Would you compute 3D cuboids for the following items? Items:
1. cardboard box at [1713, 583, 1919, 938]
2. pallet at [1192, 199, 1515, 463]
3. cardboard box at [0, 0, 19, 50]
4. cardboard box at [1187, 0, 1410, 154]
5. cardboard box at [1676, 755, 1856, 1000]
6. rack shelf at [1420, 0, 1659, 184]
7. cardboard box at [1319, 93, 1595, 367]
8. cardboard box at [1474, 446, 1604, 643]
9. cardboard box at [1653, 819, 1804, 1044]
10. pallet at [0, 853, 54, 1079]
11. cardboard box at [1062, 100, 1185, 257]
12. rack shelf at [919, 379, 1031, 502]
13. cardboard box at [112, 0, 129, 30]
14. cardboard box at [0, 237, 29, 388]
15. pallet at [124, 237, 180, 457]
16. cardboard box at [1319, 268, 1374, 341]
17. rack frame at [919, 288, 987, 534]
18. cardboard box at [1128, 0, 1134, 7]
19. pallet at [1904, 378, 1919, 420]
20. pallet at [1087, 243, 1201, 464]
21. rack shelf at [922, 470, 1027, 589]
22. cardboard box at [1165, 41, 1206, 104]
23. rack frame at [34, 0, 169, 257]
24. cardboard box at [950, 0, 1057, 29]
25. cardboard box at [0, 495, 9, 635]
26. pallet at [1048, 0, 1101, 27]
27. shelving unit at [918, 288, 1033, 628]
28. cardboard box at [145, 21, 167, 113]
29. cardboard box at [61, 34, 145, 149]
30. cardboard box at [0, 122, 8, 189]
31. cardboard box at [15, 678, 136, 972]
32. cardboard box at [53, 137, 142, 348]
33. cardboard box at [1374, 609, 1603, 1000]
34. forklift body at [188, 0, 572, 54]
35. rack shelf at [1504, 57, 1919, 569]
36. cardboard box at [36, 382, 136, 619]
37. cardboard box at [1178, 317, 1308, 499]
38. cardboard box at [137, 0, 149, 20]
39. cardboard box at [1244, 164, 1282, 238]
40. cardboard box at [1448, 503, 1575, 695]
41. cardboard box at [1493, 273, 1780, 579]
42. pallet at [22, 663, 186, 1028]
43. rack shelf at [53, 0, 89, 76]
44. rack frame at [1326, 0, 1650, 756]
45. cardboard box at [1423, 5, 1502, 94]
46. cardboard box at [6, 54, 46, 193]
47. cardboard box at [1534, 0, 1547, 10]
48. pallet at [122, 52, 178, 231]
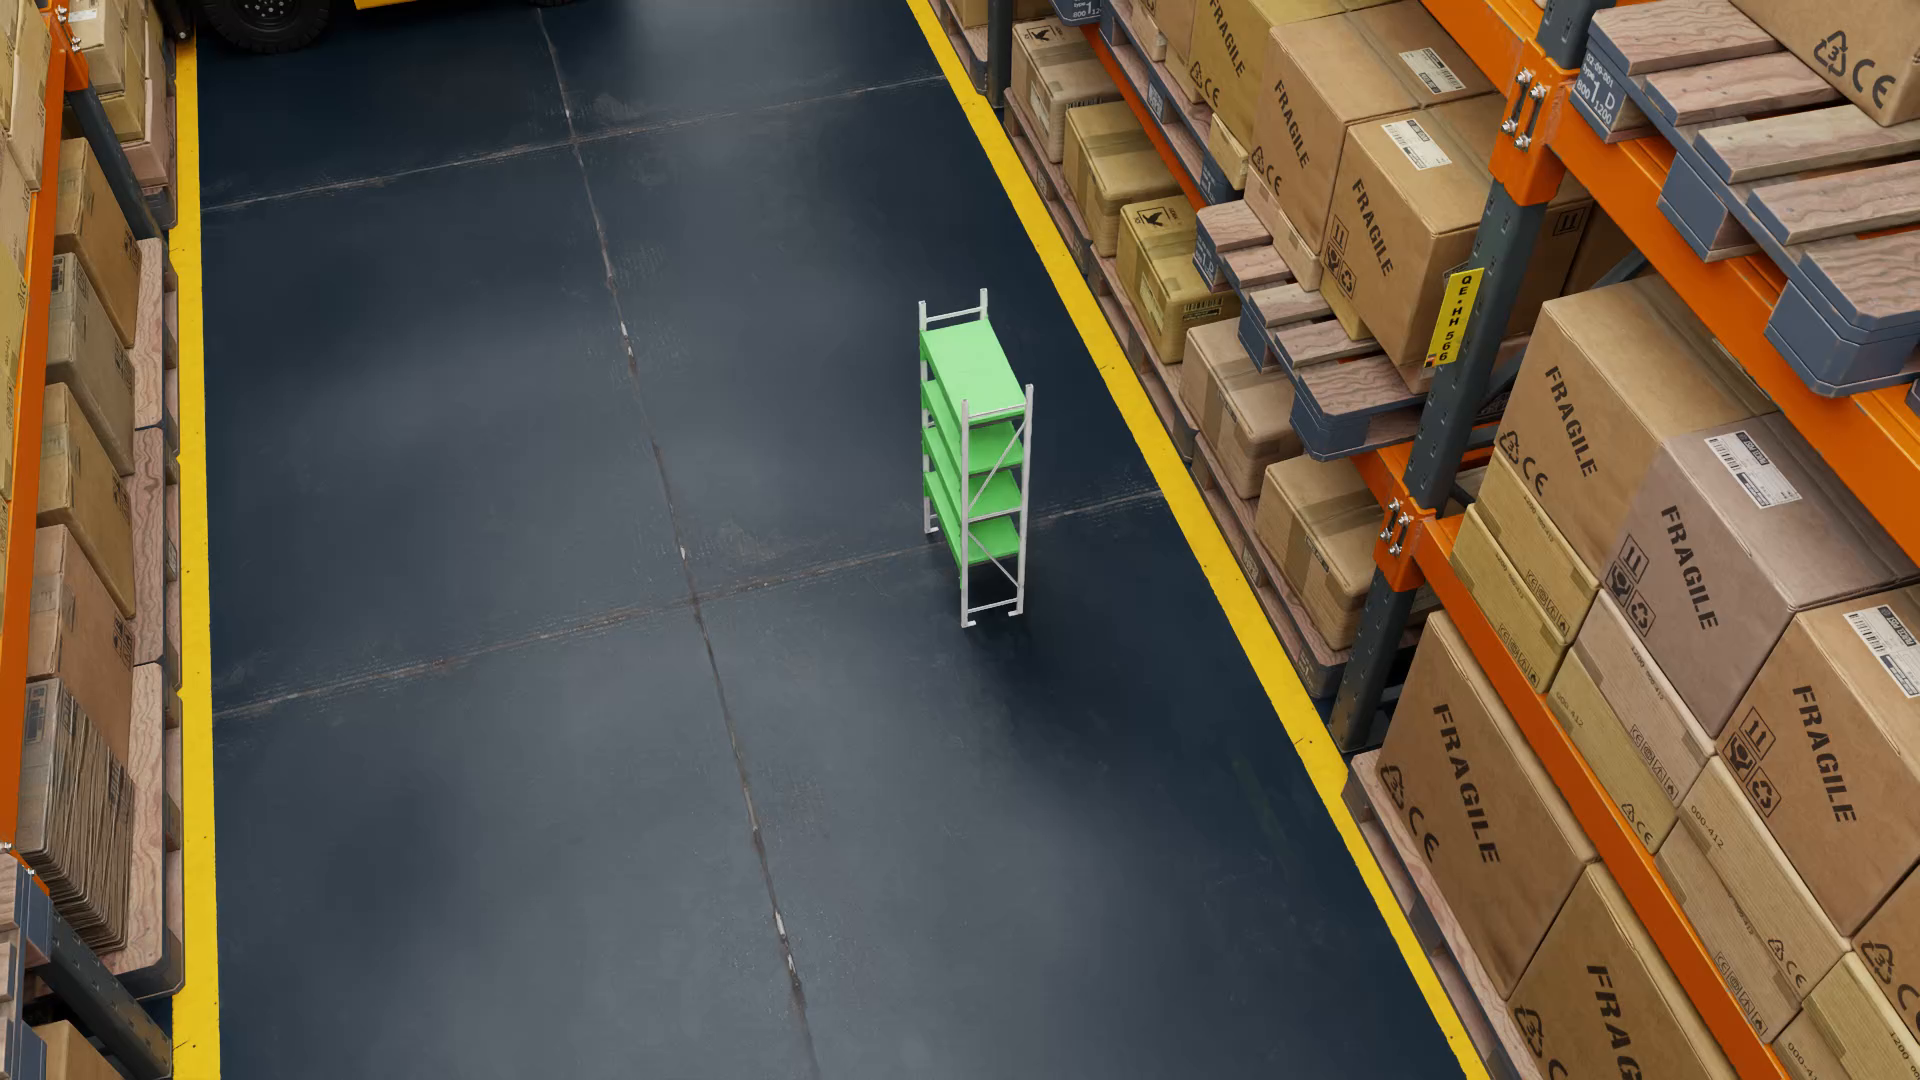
[{"bbox_3d":[2.019,0.441,3.487,0.500,0.500,0.500,-12,51,-10],"label":"cardboard box"},{"bbox_3d":[1.500,-0.796,5.374,1.213,0.211,1.003,-13,51,-11],"label":"pallet"},{"bbox_3d":[-3.722,-1.970,6.010,0.500,0.250,0.500,-14,51,-12],"label":"cardboard box"},{"bbox_3d":[1.099,-1.638,5.424,0.500,0.500,0.500,-16,52,-13],"label":"cardboard box"},{"bbox_3d":[2.014,0.696,3.762,0.500,0.250,0.500,-13,51,-11],"label":"cardboard box"},{"bbox_3d":[1.221,-2.557,5.242,1.077,0.370,4.000,-13,51,-11],"label":"rack shelf"},{"bbox_3d":[1.412,-0.894,4.797,0.500,0.500,0.500,-15,51,-12],"label":"cardboard box"},{"bbox_3d":[1.726,-0.048,4.390,0.500,0.250,0.500,-14,51,-11],"label":"cardboard box"},{"bbox_3d":[2.035,0.857,3.954,0.500,0.250,0.500,-12,51,-10],"label":"cardboard box"},{"bbox_3d":[-2.661,1.305,3.603,1.213,0.211,1.003,-13,51,-11],"label":"pallet"},{"bbox_3d":[1.003,-1.664,7.425,0.950,0.372,0.625,-10,51,-9],"label":"cardboard box"},{"bbox_3d":[0.049,-0.379,5.844,0.258,0.148,0.480,-13,51,-11],"label":"rack shelf"},{"bbox_3d":[-4.096,-2.529,7.580,0.500,0.250,0.500,-13,51,-11],"label":"cardboard box"},{"bbox_3d":[-3.281,-0.690,5.257,0.500,0.250,0.500,-12,51,-10],"label":"cardboard box"},{"bbox_3d":[-3.856,-0.730,7.017,1.003,0.211,1.213,-13,51,-11],"label":"pallet"},{"bbox_3d":[1.342,-0.782,5.126,0.380,0.149,0.250,-13,51,-10],"label":"cardboard box"},{"bbox_3d":[-0.023,-0.444,6.129,0.240,1.200,0.015,-13,51,-11],"label":"rack frame"},{"bbox_3d":[0.821,-2.110,6.246,0.380,0.149,0.250,-13,51,-11],"label":"cardboard box"},{"bbox_3d":[2.387,0.007,2.734,1.003,0.211,1.213,-11,51,-9],"label":"pallet"},{"bbox_3d":[1.225,-0.923,7.180,1.003,0.211,1.213,-13,51,-11],"label":"pallet"},{"bbox_3d":[0.049,-0.070,6.211,0.258,0.148,0.480,-13,51,-11],"label":"rack shelf"},{"bbox_3d":[0.957,-1.716,5.914,0.380,0.149,0.250,-15,51,-12],"label":"cardboard box"},{"bbox_3d":[-4.111,-2.158,6.397,1.000,3.000,0.127,-13,51,-11],"label":"rack frame"},{"bbox_3d":[0.198,-2.903,8.549,0.500,0.250,0.500,-11,51,-9],"label":"cardboard box"},{"bbox_3d":[-2.970,0.064,4.622,0.500,0.250,0.500,-14,51,-12],"label":"cardboard box"},{"bbox_3d":[0.716,-2.630,6.920,1.003,0.211,1.213,-13,51,-11],"label":"pallet"},{"bbox_3d":[0.049,-0.266,5.979,0.258,1.200,0.503,-13,51,-11],"label":"shelving unit"},{"bbox_3d":[-4.103,-2.203,7.958,0.500,0.250,0.500,-14,51,-12],"label":"cardboard box"},{"bbox_3d":[-3.959,-1.991,7.453,0.500,0.250,0.500,-14,51,-11],"label":"cardboard box"},{"bbox_3d":[-3.417,-1.221,5.378,0.500,0.250,0.500,-12,51,-10],"label":"cardboard box"},{"bbox_3d":[-3.100,0.935,5.068,0.875,0.625,0.625,-12,51,-10],"label":"cardboard box"},{"bbox_3d":[-3.946,-1.149,6.825,0.875,0.625,0.625,-11,51,-9],"label":"cardboard box"},{"bbox_3d":[1.937,0.711,5.093,0.875,0.875,0.875,-14,51,-11],"label":"cardboard box"},{"bbox_3d":[-2.991,-3.833,8.365,2.313,2.155,1.214,-13,51,-11],"label":"forklift body"},{"bbox_3d":[2.404,0.364,2.779,1.077,0.370,4.000,-13,51,-11],"label":"rack shelf"},{"bbox_3d":[-3.500,-0.032,5.883,0.875,0.625,0.625,-15,52,-12],"label":"cardboard box"},{"bbox_3d":[1.429,-0.602,6.529,0.950,0.372,0.625,-14,51,-12],"label":"cardboard box"},{"bbox_3d":[-4.248,-2.728,8.075,0.500,0.250,0.500,-14,51,-11],"label":"cardboard box"},{"bbox_3d":[1.158,-1.141,5.429,0.380,0.149,0.250,-16,52,-13],"label":"cardboard box"},{"bbox_3d":[1.717,0.101,4.591,0.500,0.250,0.500,-14,51,-12],"label":"cardboard box"},{"bbox_3d":[1.725,-0.300,4.112,0.500,0.500,0.500,-15,51,-12],"label":"cardboard box"},{"bbox_3d":[-3.134,1.052,5.515,1.003,0.211,1.213,-13,51,-11],"label":"pallet"},{"bbox_3d":[-4.703,-3.387,7.903,1.077,0.370,4.000,-13,51,-11],"label":"rack shelf"},{"bbox_3d":[1.812,-0.361,4.882,1.000,3.000,0.127,-13,51,-11],"label":"rack frame"},{"bbox_3d":[1.739,-1.385,5.211,0.500,0.500,0.500,-11,51,-9],"label":"cardboard box"},{"bbox_3d":[-3.558,-1.435,5.885,0.500,0.250,0.500,-14,51,-11],"label":"cardboard box"},{"bbox_3d":[1.519,-1.430,3.986,0.380,0.149,0.250,-13,51,-11],"label":"cardboard box"},{"bbox_3d":[-4.306,-1.849,7.961,1.003,0.211,1.213,-13,51,-11],"label":"pallet"}]
